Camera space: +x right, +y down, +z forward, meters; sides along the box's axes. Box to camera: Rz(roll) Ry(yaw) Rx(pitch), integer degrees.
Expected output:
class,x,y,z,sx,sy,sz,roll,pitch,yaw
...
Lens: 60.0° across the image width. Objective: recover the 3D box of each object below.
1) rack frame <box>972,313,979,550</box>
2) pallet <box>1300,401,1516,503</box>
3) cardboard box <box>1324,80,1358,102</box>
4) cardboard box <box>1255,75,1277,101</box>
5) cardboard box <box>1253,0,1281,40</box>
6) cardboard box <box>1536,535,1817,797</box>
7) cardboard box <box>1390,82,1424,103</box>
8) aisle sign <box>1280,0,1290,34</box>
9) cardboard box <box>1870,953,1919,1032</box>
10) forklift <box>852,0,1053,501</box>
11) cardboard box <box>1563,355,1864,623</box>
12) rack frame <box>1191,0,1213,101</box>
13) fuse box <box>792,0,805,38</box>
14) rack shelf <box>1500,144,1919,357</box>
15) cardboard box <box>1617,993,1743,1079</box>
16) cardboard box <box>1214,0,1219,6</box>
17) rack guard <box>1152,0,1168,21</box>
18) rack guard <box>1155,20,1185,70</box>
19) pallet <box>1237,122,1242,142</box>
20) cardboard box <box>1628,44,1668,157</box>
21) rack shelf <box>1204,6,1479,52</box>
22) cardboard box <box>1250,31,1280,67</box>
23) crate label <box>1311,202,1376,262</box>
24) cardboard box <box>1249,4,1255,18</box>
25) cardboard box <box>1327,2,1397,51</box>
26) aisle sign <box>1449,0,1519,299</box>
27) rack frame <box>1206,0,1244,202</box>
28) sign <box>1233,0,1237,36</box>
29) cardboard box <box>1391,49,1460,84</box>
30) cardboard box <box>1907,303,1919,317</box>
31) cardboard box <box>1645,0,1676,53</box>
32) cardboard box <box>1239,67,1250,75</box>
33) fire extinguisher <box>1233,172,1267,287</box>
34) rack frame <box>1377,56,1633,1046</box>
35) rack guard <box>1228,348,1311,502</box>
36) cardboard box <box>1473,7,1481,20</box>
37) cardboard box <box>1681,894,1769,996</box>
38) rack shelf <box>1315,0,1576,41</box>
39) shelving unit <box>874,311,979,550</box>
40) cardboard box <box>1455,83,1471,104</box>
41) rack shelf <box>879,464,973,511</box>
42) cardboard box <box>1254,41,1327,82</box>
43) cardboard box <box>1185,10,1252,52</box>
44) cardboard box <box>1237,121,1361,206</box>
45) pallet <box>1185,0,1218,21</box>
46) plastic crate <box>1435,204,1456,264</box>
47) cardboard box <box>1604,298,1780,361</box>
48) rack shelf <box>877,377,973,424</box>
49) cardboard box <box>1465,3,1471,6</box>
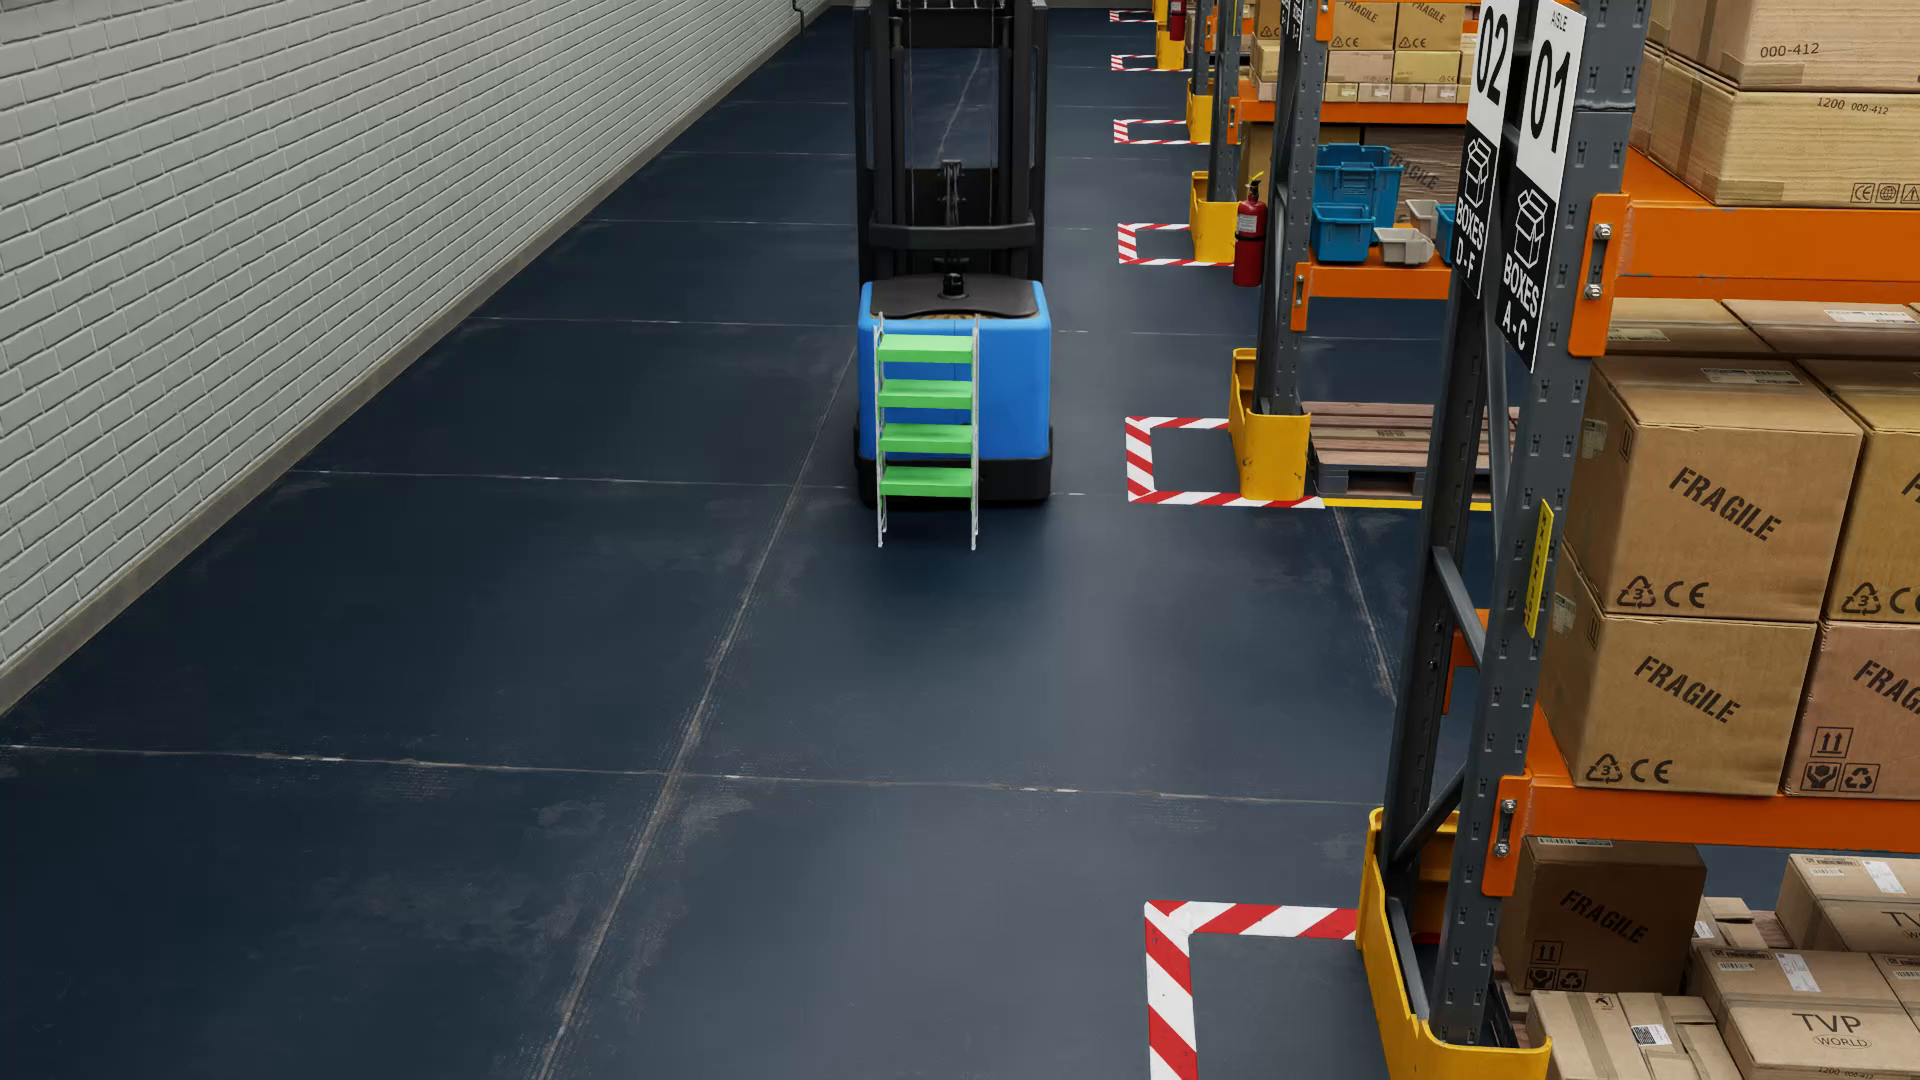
class,x,y,z,sx,sy,sz,roll,pitch,yaw
rack frame,0.078,-0.543,8.494,0.015,1.200,0.240,2,25,4
pallet,2.625,-0.519,9.625,1.213,0.211,1.003,2,25,4
cardboard box,3.025,-3.614,13.316,0.250,0.149,0.380,1,25,3
cardboard box,2.513,-3.629,13.350,0.250,0.149,0.380,2,25,5
cardboard box,2.691,-4.394,13.637,0.500,0.500,0.500,2,25,5
cardboard box,1.845,0.315,4.358,0.500,0.500,0.500,2,25,5
cardboard box,3.538,-3.597,13.280,0.250,0.149,0.380,1,25,3
aisle sign,1.756,-3.133,8.861,0.004,0.787,0.394,2,25,4
cardboard box,2.940,1.453,4.767,0.500,0.250,0.500,2,25,4
forklift,-0.059,-2.113,9.835,1.130,2.935,3.031,-1,25,-1
cardboard box,1.845,-0.139,4.148,0.500,0.500,0.500,3,25,6
rack frame,2.665,-5.956,18.106,0.127,3.000,1.000,2,25,4
fuse box,-2.374,-8.479,25.130,0.414,1.711,0.539,2,25,4
rack shelf,3.417,-0.736,4.032,4.000,0.370,1.077,2,25,4
cardboard box,2.063,1.488,4.791,0.250,0.166,0.380,2,25,4
cardboard box,4.343,-8.898,27.408,0.250,0.149,0.380,1,25,2
rack guard,3.395,-8.954,27.610,0.348,0.500,1.175,2,25,4
rack guard,2.919,-6.888,23.121,0.348,0.500,1.175,2,25,4
pallet,3.548,-4.646,18.595,1.213,0.211,1.003,2,25,4
cardboard box,1.955,-1.152,4.255,0.500,0.250,0.500,2,25,4
rack shelf,4.659,-5.566,18.118,4.000,0.370,1.077,2,25,4
cardboard box,2.688,-4.055,13.797,0.500,0.250,0.500,1,25,3
crate label,2.026,-1.634,8.842,0.303,0.233,0.416,2,25,4
cardboard box,3.220,-5.704,17.859,0.250,0.149,0.380,3,25,6
cardboard box,3.141,-4.156,13.120,0.500,0.500,0.500,1,25,3
aisle sign,1.378,-1.075,4.387,0.004,0.787,0.394,2,25,4
rack frame,2.185,-3.892,13.621,0.127,3.000,1.000,2,25,4
sign,2.136,-4.091,12.921,0.005,0.325,0.100,2,25,4
cardboard box,3.662,-3.800,13.244,0.500,0.250,0.500,1,25,2
cardboard box,2.908,-0.333,4.570,0.500,0.500,0.500,3,25,5
cardboard box,1.954,-1.375,4.143,0.500,0.250,0.500,2,25,4
cardboard box,3.212,-5.211,18.683,0.250,0.149,0.380,2,25,5
fire extinguisher,1.690,-1.818,9.651,0.183,0.674,0.296,2,25,4
rack frame,1.423,0.236,4.648,0.127,3.000,1.000,2,25,4
rack guard,1.781,-0.688,9.647,0.348,0.500,1.175,2,25,4
cardboard box,5.572,-5.659,17.760,0.250,0.149,0.380,1,25,3
cardboard box,2.380,1.289,5.224,0.250,0.166,0.380,2,25,4
rack shelf,3.800,-2.800,8.519,4.000,0.370,1.077,2,25,4
shelving unit,-0.165,-0.550,8.511,0.503,1.200,0.258,2,25,4
cardboard box,4.047,-3.581,13.244,0.250,0.149,0.380,1,25,3
rack shelf,-0.165,-0.274,8.638,0.480,0.148,0.258,2,25,4
cardboard box,2.643,-3.832,13.312,0.500,0.250,0.500,1,25,3
cardboard box,3.609,-7.070,23.089,0.875,0.438,0.875,1,25,2
cardboard box,2.829,-3.131,14.005,0.875,0.875,0.875,2,25,4
pallet,4.190,-8.797,27.616,1.213,0.211,1.003,2,25,4
plastic crate,2.683,-1.613,8.796,0.300,0.233,0.416,2,25,4
cardboard box,1.887,-0.364,4.636,0.500,0.500,0.500,2,25,4
rack shelf,-0.165,-0.710,8.437,0.480,0.148,0.258,2,25,4
cardboard box,5.136,-5.940,17.596,0.500,0.500,0.500,2,25,4
